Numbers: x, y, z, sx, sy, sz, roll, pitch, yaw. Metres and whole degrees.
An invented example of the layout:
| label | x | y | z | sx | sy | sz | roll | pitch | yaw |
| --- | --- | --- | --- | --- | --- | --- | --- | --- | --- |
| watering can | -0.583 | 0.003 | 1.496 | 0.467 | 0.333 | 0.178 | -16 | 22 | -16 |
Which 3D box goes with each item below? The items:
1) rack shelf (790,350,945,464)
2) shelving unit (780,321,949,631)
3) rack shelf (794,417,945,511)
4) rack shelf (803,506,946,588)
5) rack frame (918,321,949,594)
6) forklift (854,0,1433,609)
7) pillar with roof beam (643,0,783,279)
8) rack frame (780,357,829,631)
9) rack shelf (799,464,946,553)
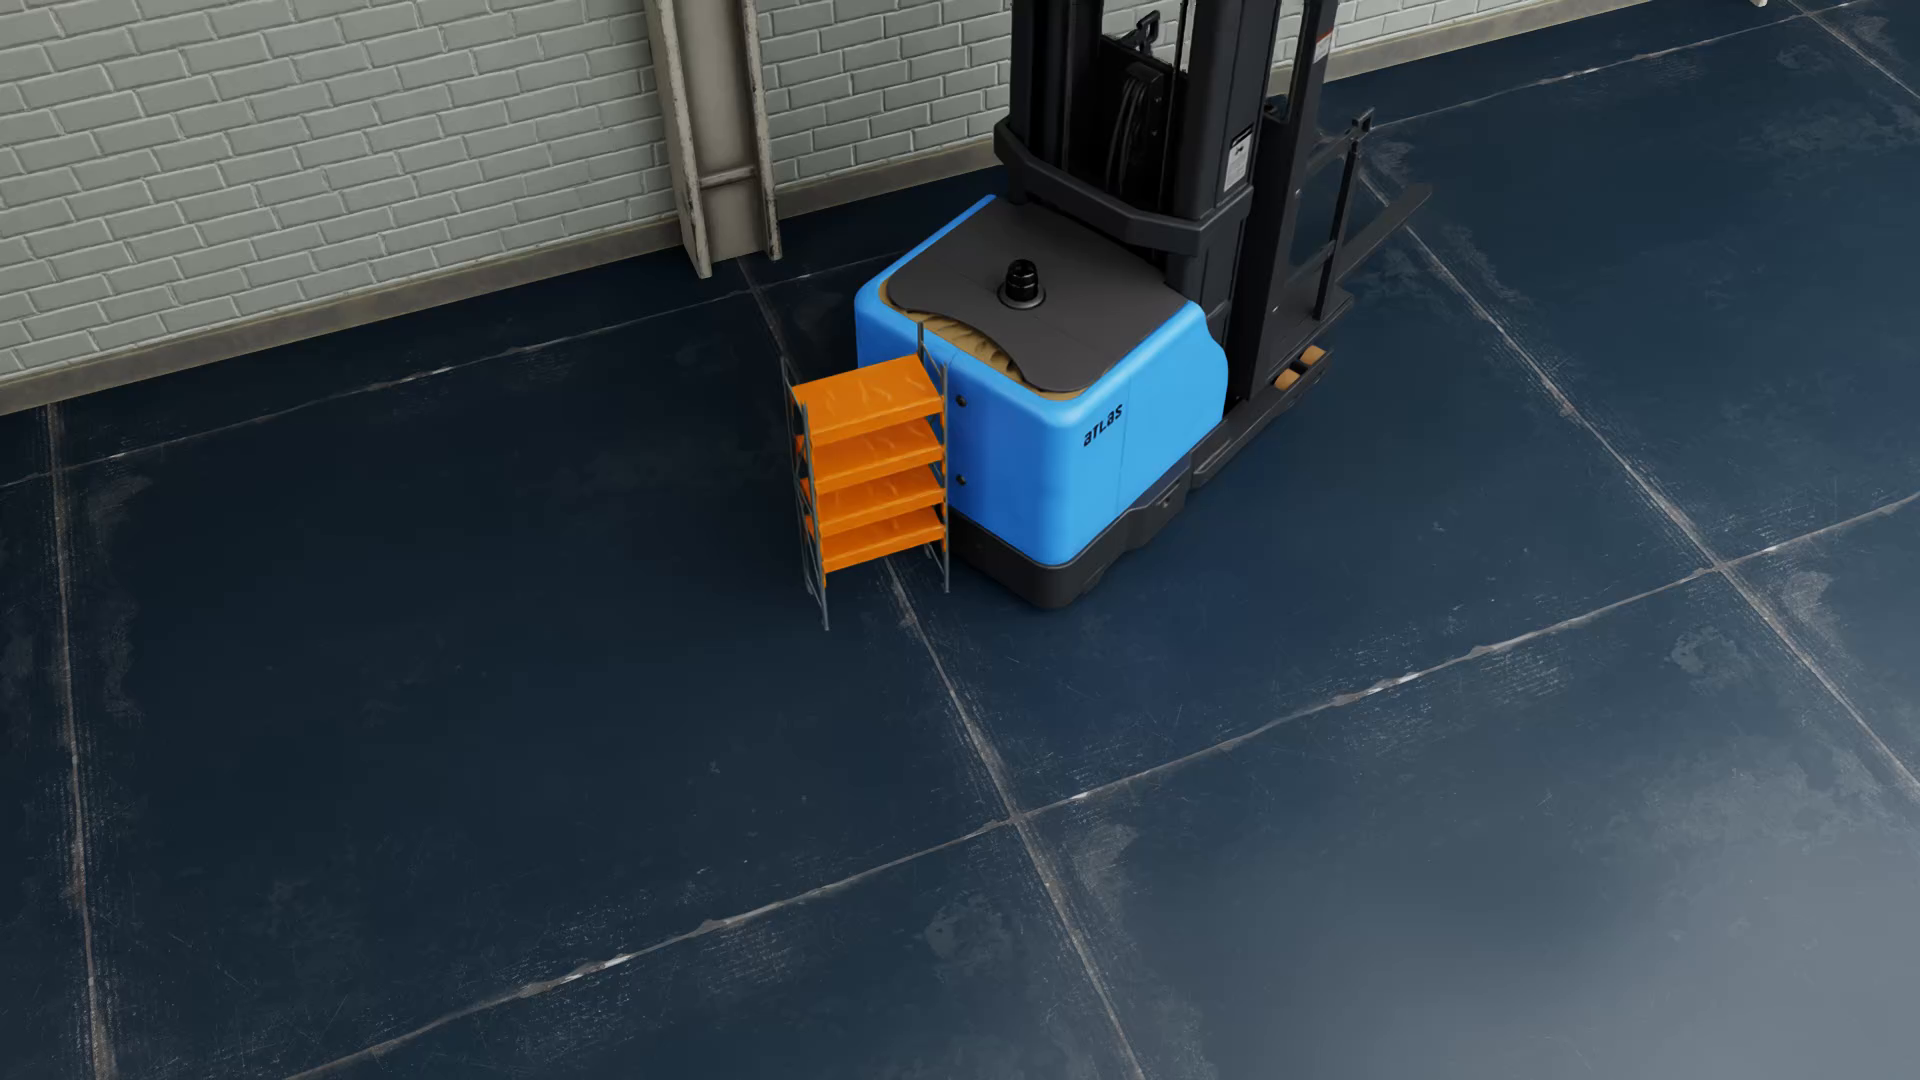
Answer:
| label | x | y | z | sx | sy | sz | roll | pitch | yaw |
| --- | --- | --- | --- | --- | --- | --- | --- | --- | --- |
| rack shelf | -0.320 | -0.456 | 5.674 | 0.480 | 0.148 | 0.258 | -17 | 51 | -14 |
| shelving unit | -0.320 | -0.200 | 5.972 | 0.503 | 1.200 | 0.258 | -17 | 51 | -14 |
| rack shelf | -0.320 | -0.302 | 5.853 | 0.480 | 0.148 | 0.258 | -17 | 51 | -14 |
| rack shelf | -0.320 | -0.027 | 6.173 | 0.480 | 0.148 | 0.258 | -17 | 51 | -14 |
| rack frame | -0.093 | -0.269 | 6.031 | 0.015 | 1.200 | 0.240 | -17 | 51 | -14 |
| forklift | 0.949 | -1.742 | 6.155 | 1.130 | 2.935 | 3.031 | 33 | 57 | 25 |
| pillar with roof beam | 0.564 | -1.268 | 1.748 | 0.400 | 9.000 | 9.100 | -17 | 52 | -14 |
| rack frame | -0.547 | -0.132 | 5.913 | 0.015 | 1.200 | 0.240 | -17 | 51 | -14 |
| rack shelf | -0.320 | -0.156 | 6.023 | 0.480 | 0.148 | 0.258 | -17 | 51 | -14 |
